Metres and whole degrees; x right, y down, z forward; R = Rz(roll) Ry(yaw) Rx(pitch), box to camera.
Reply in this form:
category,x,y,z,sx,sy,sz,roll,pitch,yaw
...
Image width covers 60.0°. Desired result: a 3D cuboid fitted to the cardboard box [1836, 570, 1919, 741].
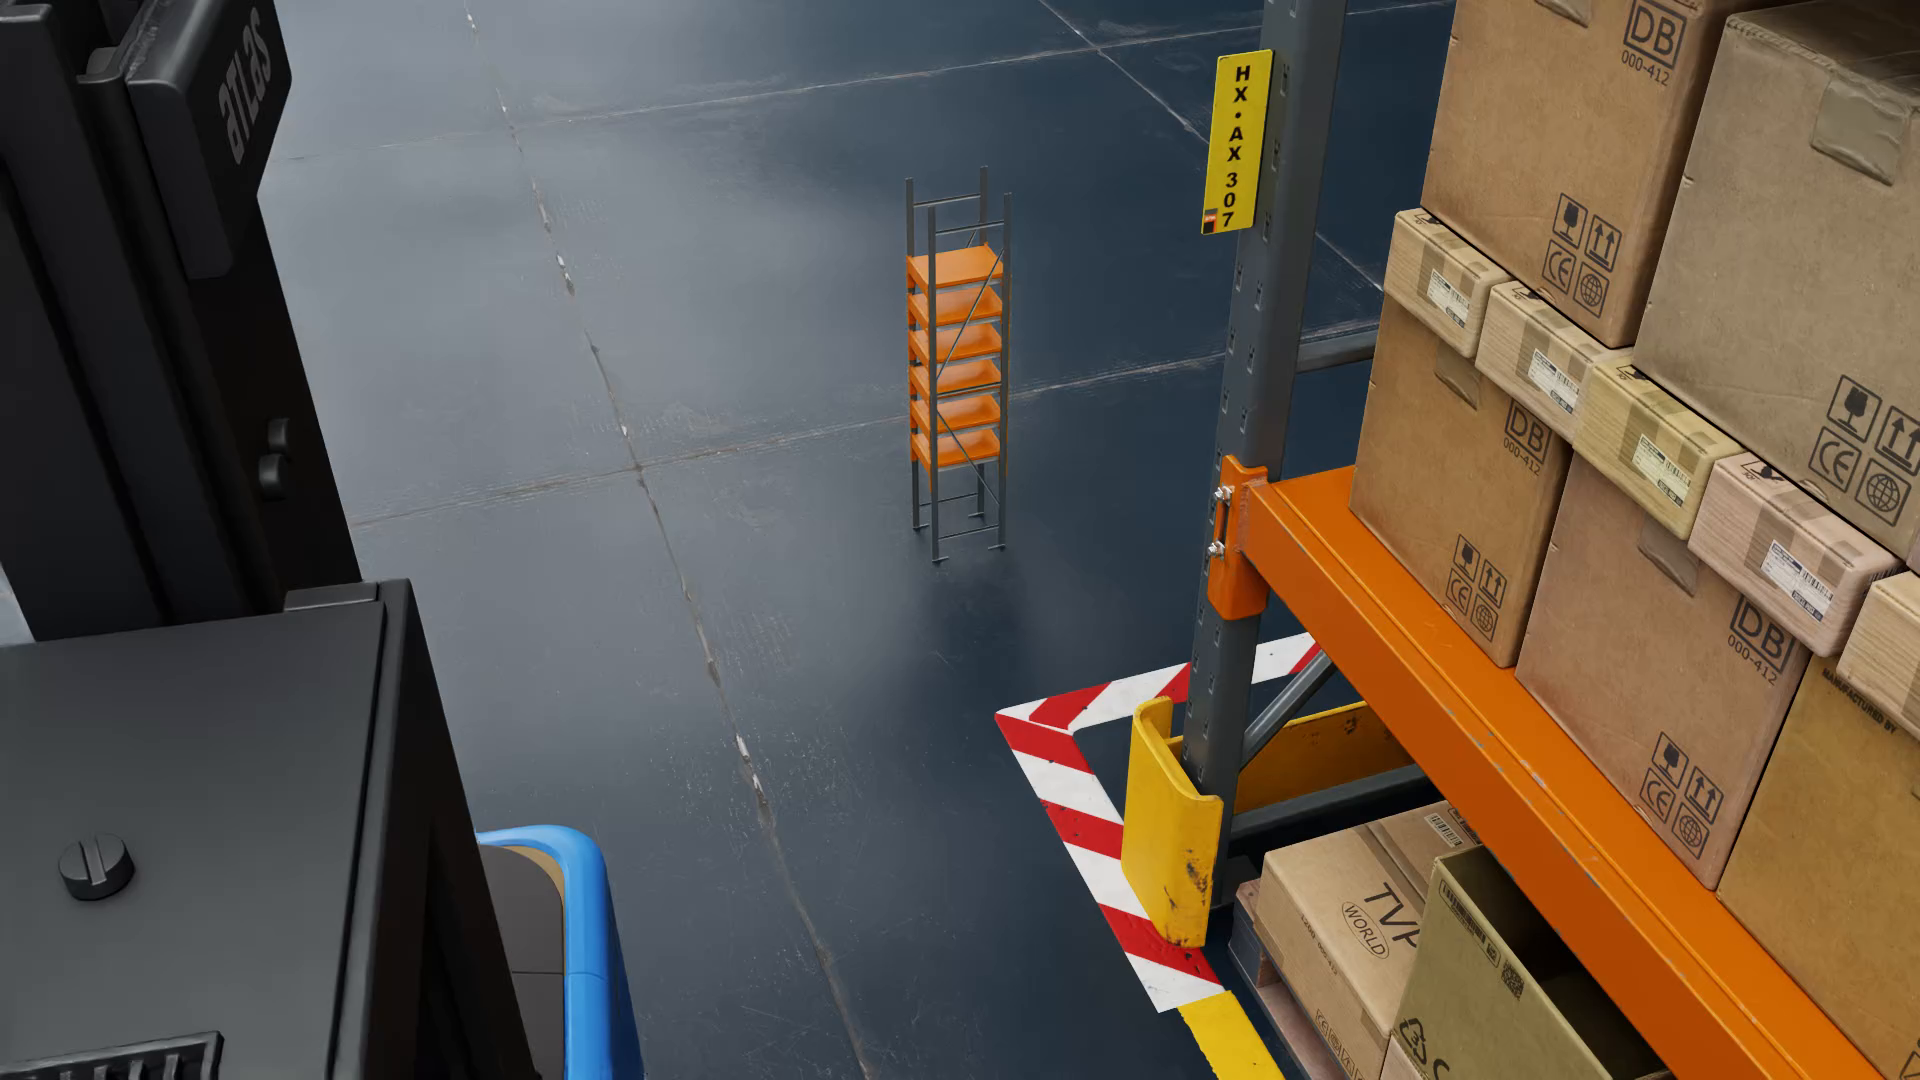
category,x,y,z,sx,sy,sz,roll,pitch,yaw
cardboard box,1.291,0.132,1.960,0.380,0.149,0.250,-14,39,-17

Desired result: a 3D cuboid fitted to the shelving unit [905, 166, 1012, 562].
category,x,y,z,sx,sy,sz,roll,pitch,yaw
shelving unit,-0.005,-0.487,4.900,0.258,1.200,0.189,-12,39,-16

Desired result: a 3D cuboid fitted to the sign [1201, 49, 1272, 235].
category,x,y,z,sx,sy,sz,roll,pitch,yaw
sign,0.478,-0.684,2.880,0.100,0.325,0.005,-12,39,-16

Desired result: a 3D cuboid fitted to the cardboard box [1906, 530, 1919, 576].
category,x,y,z,sx,sy,sz,roll,pitch,yaw
cardboard box,1.528,-0.100,1.728,0.700,0.500,0.500,-12,39,-16

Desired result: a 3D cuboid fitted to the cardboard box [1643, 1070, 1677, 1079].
category,x,y,z,sx,sy,sz,roll,pitch,yaw
cardboard box,1.335,1.124,2.578,0.500,0.500,0.500,-12,39,-16

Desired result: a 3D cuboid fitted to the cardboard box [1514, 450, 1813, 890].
category,x,y,z,sx,sy,sz,roll,pitch,yaw
cardboard box,1.335,0.104,2.536,0.700,0.500,0.500,-11,38,-15

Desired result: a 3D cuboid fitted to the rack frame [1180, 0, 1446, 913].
category,x,y,z,sx,sy,sz,roll,pitch,yaw
rack frame,1.001,-0.418,3.312,1.000,3.000,0.127,-12,39,-16

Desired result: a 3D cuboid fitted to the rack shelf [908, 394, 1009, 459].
category,x,y,z,sx,sy,sz,roll,pitch,yaw
rack shelf,-0.005,-0.356,4.999,0.258,0.103,0.180,-12,39,-16

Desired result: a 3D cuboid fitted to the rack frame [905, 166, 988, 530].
category,x,y,z,sx,sy,sz,roll,pitch,yaw
rack frame,-0.036,-0.539,4.968,0.240,1.200,0.006,-12,39,-16

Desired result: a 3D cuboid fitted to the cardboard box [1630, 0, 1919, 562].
category,x,y,z,sx,sy,sz,roll,pitch,yaw
cardboard box,1.354,-0.384,2.106,0.700,0.500,0.500,-13,39,-17

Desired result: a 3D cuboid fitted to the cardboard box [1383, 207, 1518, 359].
category,x,y,z,sx,sy,sz,roll,pitch,yaw
cardboard box,0.934,-0.451,2.734,0.380,0.149,0.250,-13,39,-16

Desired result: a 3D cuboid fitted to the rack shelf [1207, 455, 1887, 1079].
category,x,y,z,sx,sy,sz,roll,pitch,yaw
rack shelf,1.689,0.999,2.029,1.077,0.370,4.000,-12,39,-16

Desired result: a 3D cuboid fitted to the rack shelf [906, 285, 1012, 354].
category,x,y,z,sx,sy,sz,roll,pitch,yaw
rack shelf,-0.005,-0.644,4.782,0.258,0.103,0.180,-12,39,-16

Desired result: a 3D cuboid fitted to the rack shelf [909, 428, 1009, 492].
category,x,y,z,sx,sy,sz,roll,pitch,yaw
rack shelf,-0.005,-0.260,5.071,0.258,0.103,0.180,-12,39,-16

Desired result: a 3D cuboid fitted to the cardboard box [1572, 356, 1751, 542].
category,x,y,z,sx,sy,sz,roll,pitch,yaw
cardboard box,1.112,-0.161,2.349,0.380,0.149,0.250,-12,39,-16

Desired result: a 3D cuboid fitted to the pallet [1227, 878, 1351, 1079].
category,x,y,z,sx,sy,sz,roll,pitch,yaw
pallet,1.303,1.119,3.589,1.003,0.211,1.213,-12,39,-16

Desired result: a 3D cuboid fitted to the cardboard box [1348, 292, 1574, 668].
category,x,y,z,sx,sy,sz,roll,pitch,yaw
cardboard box,1.150,-0.192,2.929,0.700,0.500,0.500,-12,39,-16

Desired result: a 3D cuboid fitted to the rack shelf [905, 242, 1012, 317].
category,x,y,z,sx,sy,sz,roll,pitch,yaw
rack shelf,-0.005,-0.739,4.710,0.258,0.103,0.180,-12,39,-16

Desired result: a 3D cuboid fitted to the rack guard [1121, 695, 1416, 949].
category,x,y,z,sx,sy,sz,roll,pitch,yaw
rack guard,0.993,0.567,4.082,1.175,0.500,0.348,-12,39,-16

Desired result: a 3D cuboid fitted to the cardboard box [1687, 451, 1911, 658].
category,x,y,z,sx,sy,sz,roll,pitch,yaw
cardboard box,1.196,-0.018,2.159,0.380,0.149,0.250,-13,39,-17

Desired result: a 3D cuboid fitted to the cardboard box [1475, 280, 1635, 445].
category,x,y,z,sx,sy,sz,roll,pitch,yaw
cardboard box,1.027,-0.303,2.536,0.380,0.149,0.250,-13,39,-17

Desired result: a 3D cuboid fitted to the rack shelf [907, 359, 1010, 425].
category,x,y,z,sx,sy,sz,roll,pitch,yaw
rack shelf,-0.005,-0.452,4.927,0.258,0.103,0.180,-12,39,-16

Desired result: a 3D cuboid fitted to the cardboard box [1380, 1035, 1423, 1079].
category,x,y,z,sx,sy,sz,roll,pitch,yaw
cardboard box,1.152,1.143,3.176,0.500,0.250,0.500,-12,39,-16

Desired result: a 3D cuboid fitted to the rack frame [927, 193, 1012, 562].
category,x,y,z,sx,sy,sz,roll,pitch,yaw
rack frame,0.027,-0.436,4.831,0.240,1.200,0.006,-12,39,-16

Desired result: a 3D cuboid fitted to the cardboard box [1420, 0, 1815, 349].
category,x,y,z,sx,sy,sz,roll,pitch,yaw
cardboard box,1.168,-0.680,2.499,0.700,0.500,0.500,-12,39,-16

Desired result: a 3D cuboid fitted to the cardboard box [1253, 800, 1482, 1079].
category,x,y,z,sx,sy,sz,roll,pitch,yaw
cardboard box,0.977,0.861,3.550,0.500,0.250,0.500,-12,39,-16

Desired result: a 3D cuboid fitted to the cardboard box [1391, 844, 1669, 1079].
category,x,y,z,sx,sy,sz,roll,pitch,yaw
cardboard box,1.150,0.844,2.950,0.500,0.500,0.500,-12,39,-16

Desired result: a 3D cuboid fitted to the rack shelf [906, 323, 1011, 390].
category,x,y,z,sx,sy,sz,roll,pitch,yaw
rack shelf,-0.005,-0.548,4.854,0.258,0.103,0.180,-12,39,-16

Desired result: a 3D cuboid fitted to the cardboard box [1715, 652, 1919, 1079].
category,x,y,z,sx,sy,sz,roll,pitch,yaw
cardboard box,1.500,0.385,2.162,0.700,0.500,0.500,-12,39,-16
